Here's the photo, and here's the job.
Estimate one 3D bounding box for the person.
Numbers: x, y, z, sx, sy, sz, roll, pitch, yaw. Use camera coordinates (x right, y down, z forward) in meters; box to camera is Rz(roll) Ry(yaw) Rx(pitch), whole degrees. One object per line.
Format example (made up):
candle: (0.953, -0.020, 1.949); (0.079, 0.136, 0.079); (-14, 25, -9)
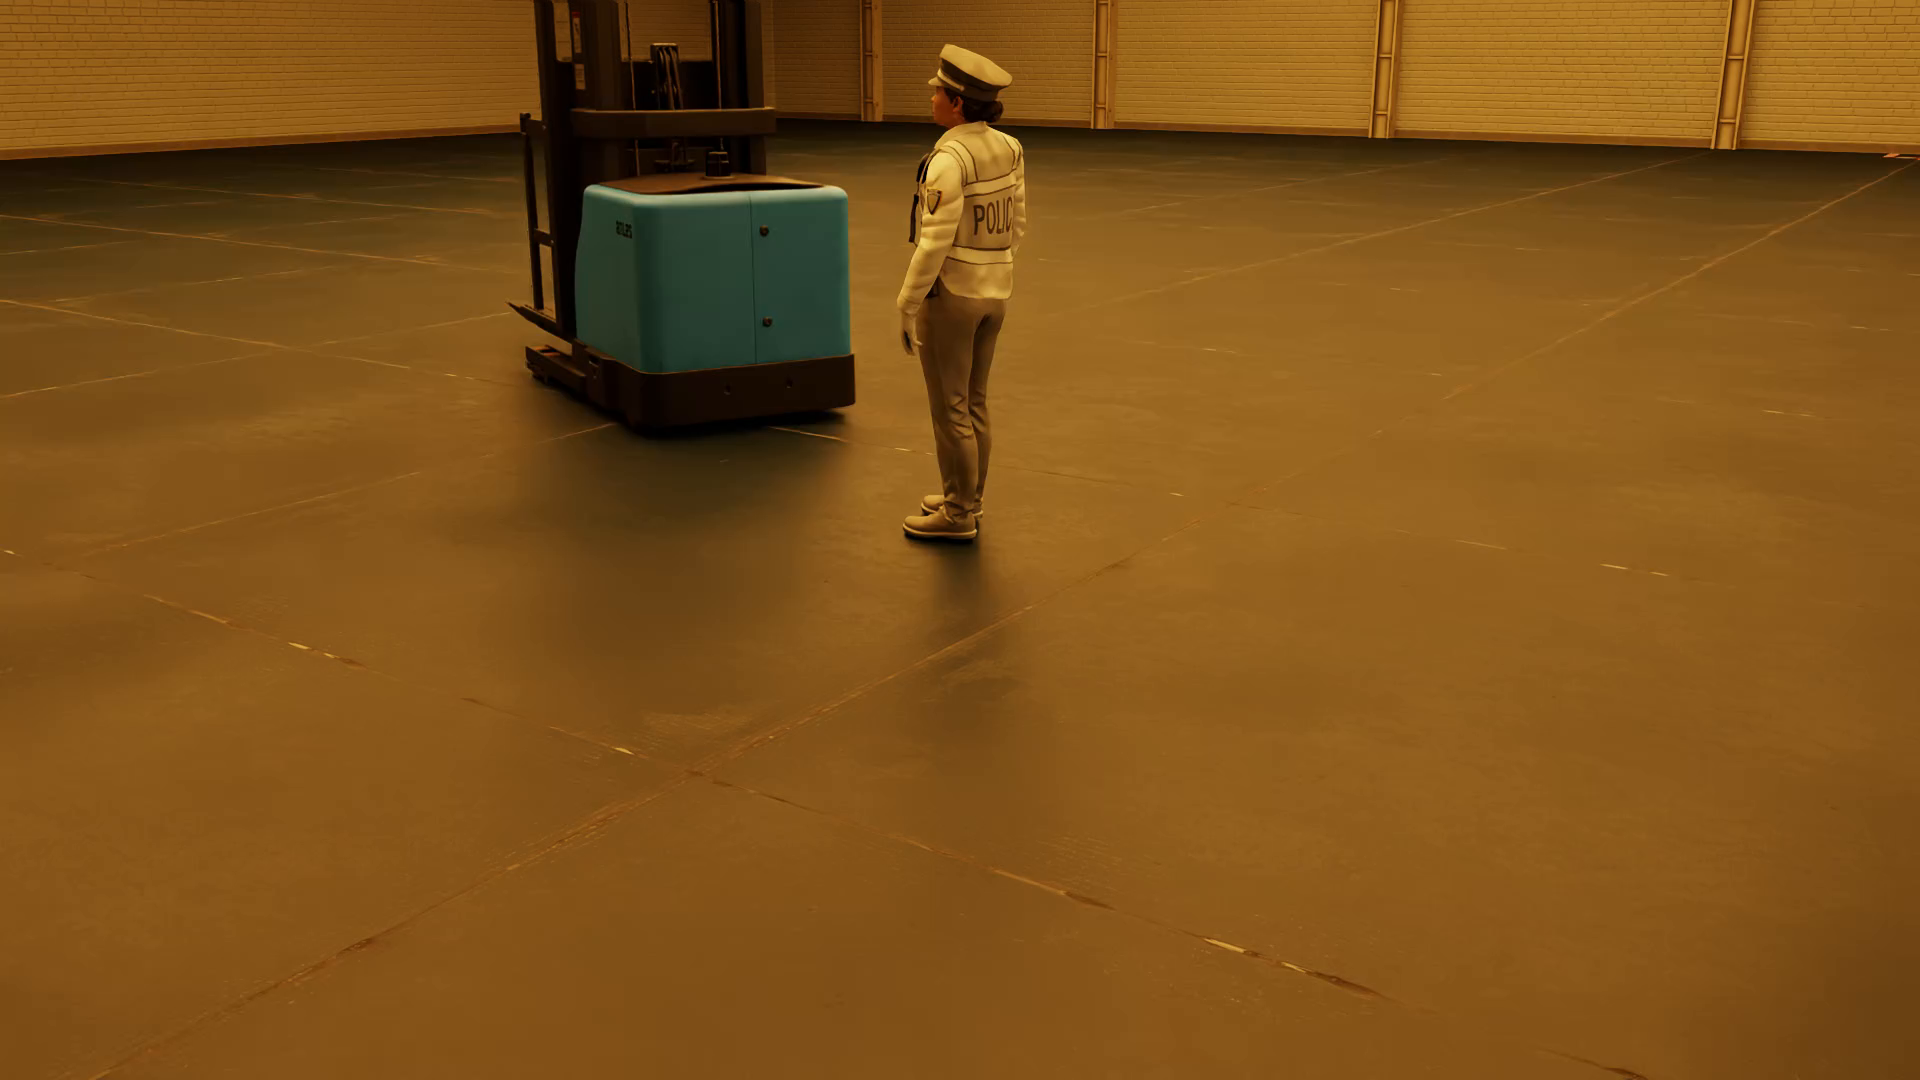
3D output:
person: (-0.053, -0.832, 5.747); (0.530, 1.694, 0.586); (11, 20, 33)

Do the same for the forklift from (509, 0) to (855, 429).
forklift: (-1.654, -2.278, 8.451); (1.130, 2.935, 3.031); (-9, 19, -28)
